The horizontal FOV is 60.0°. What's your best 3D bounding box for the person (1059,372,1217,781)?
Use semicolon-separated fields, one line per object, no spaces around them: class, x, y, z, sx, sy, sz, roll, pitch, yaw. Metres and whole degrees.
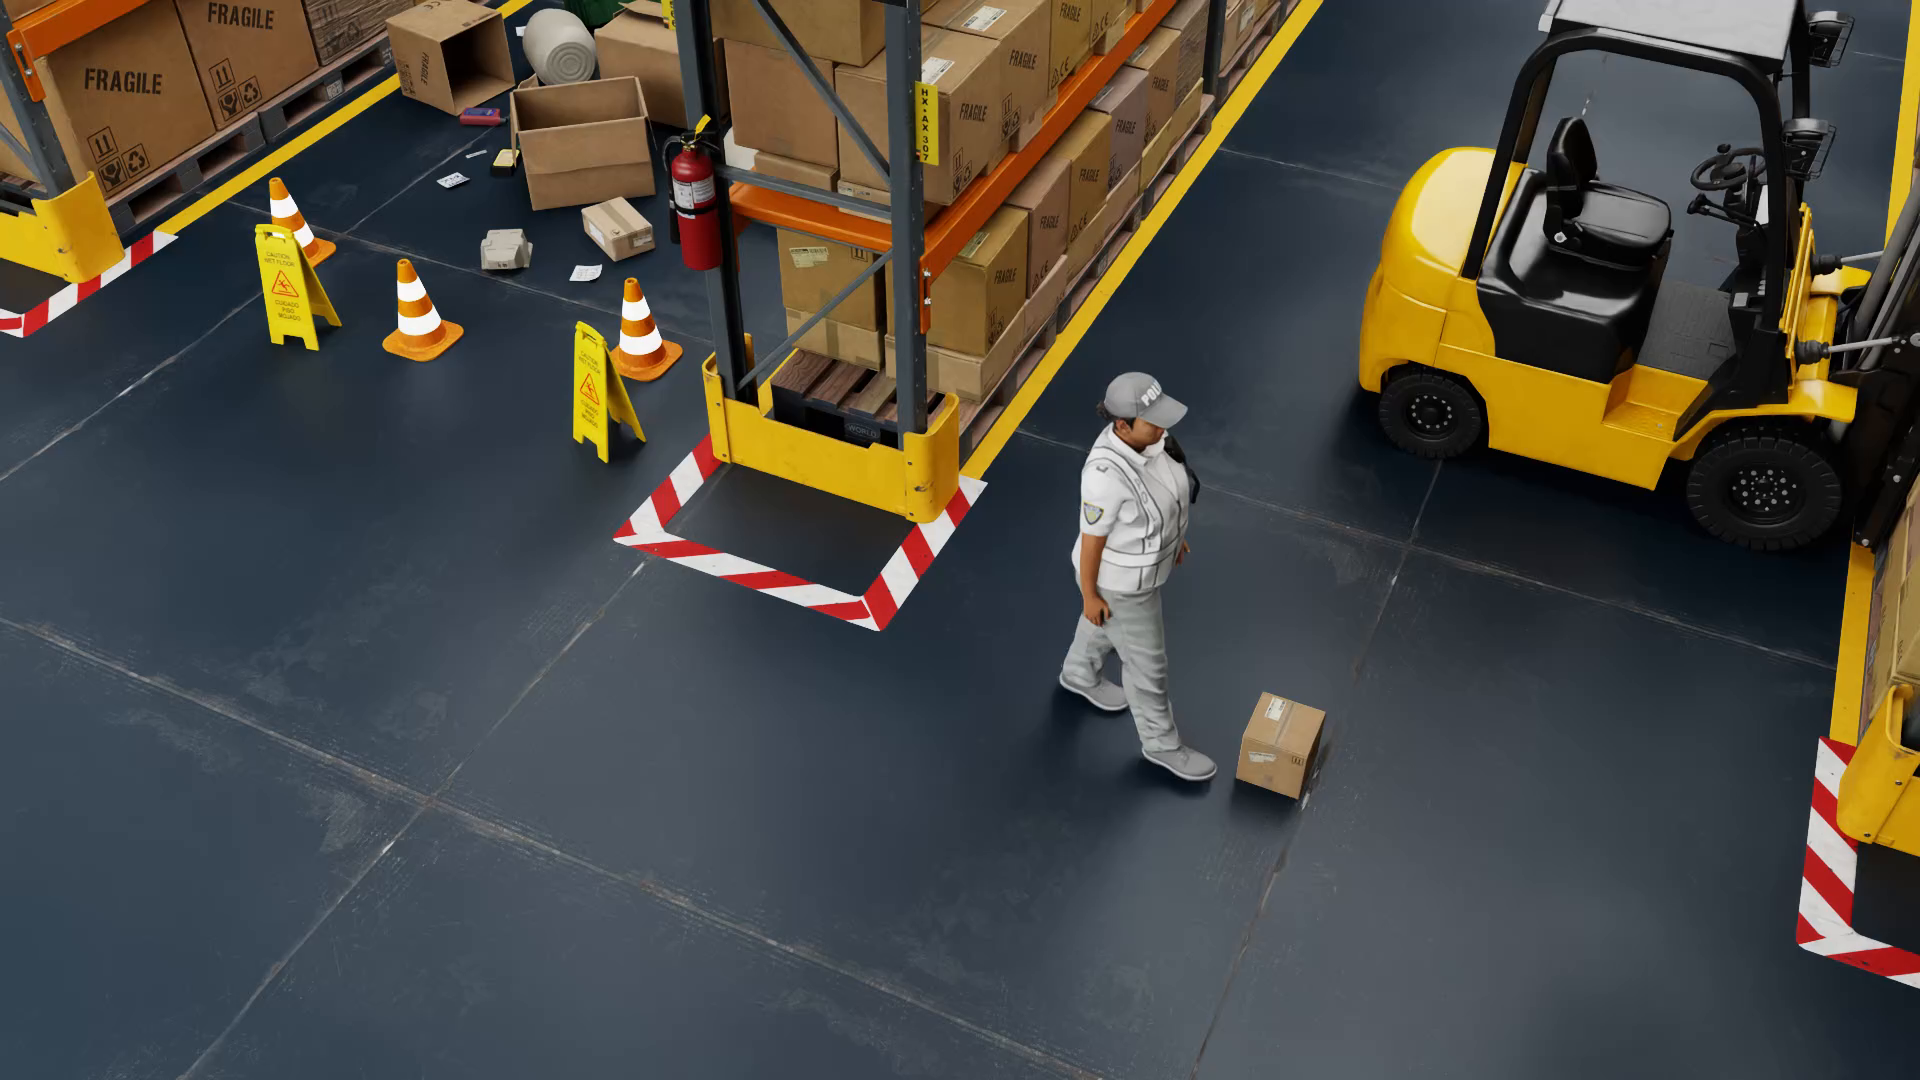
person;0.712;0.108;6.026;0.735;1.656;0.490;17;45;18
